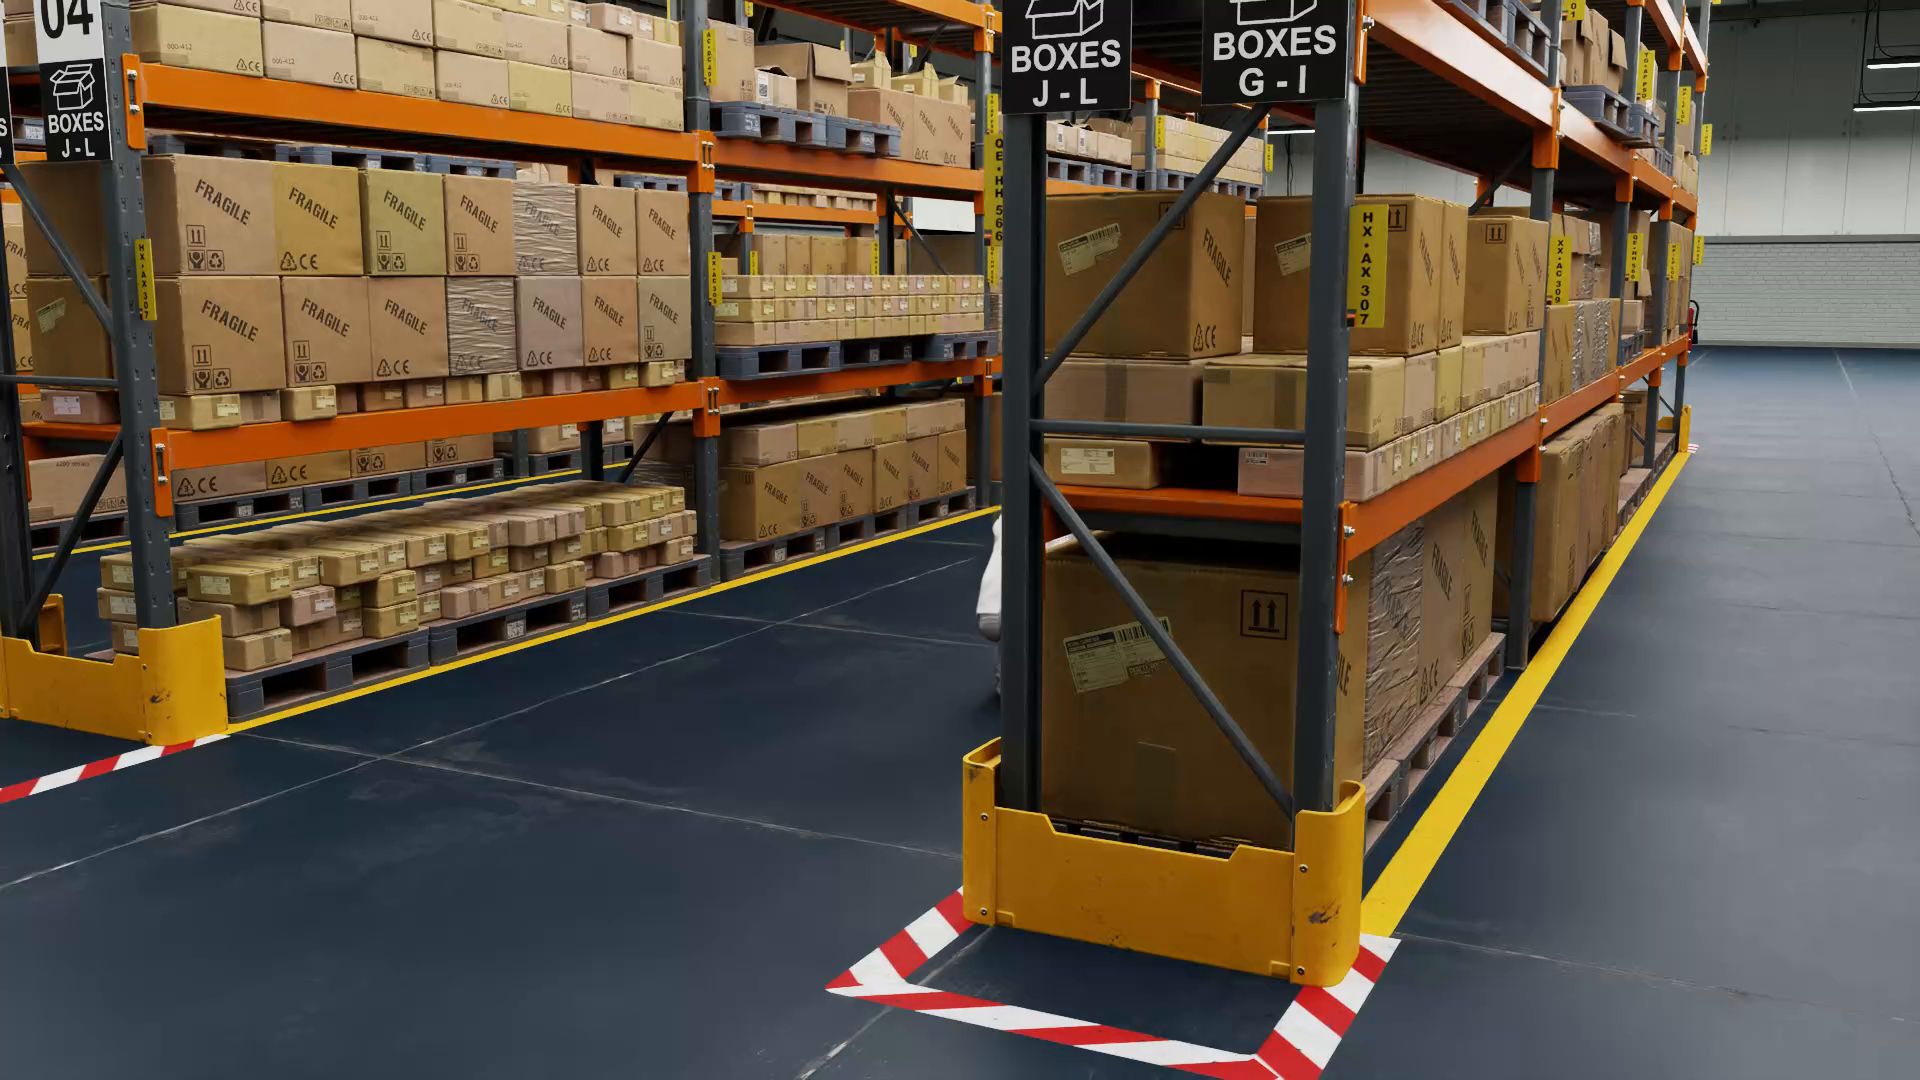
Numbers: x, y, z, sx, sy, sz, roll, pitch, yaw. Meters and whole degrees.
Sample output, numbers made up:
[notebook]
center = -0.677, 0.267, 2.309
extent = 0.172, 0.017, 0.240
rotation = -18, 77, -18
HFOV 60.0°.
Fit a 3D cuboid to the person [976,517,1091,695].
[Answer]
[person]
center = 0.386, 0.219, 7.872
extent = 0.534, 1.011, 0.855
rotation = 4, 10, 26
